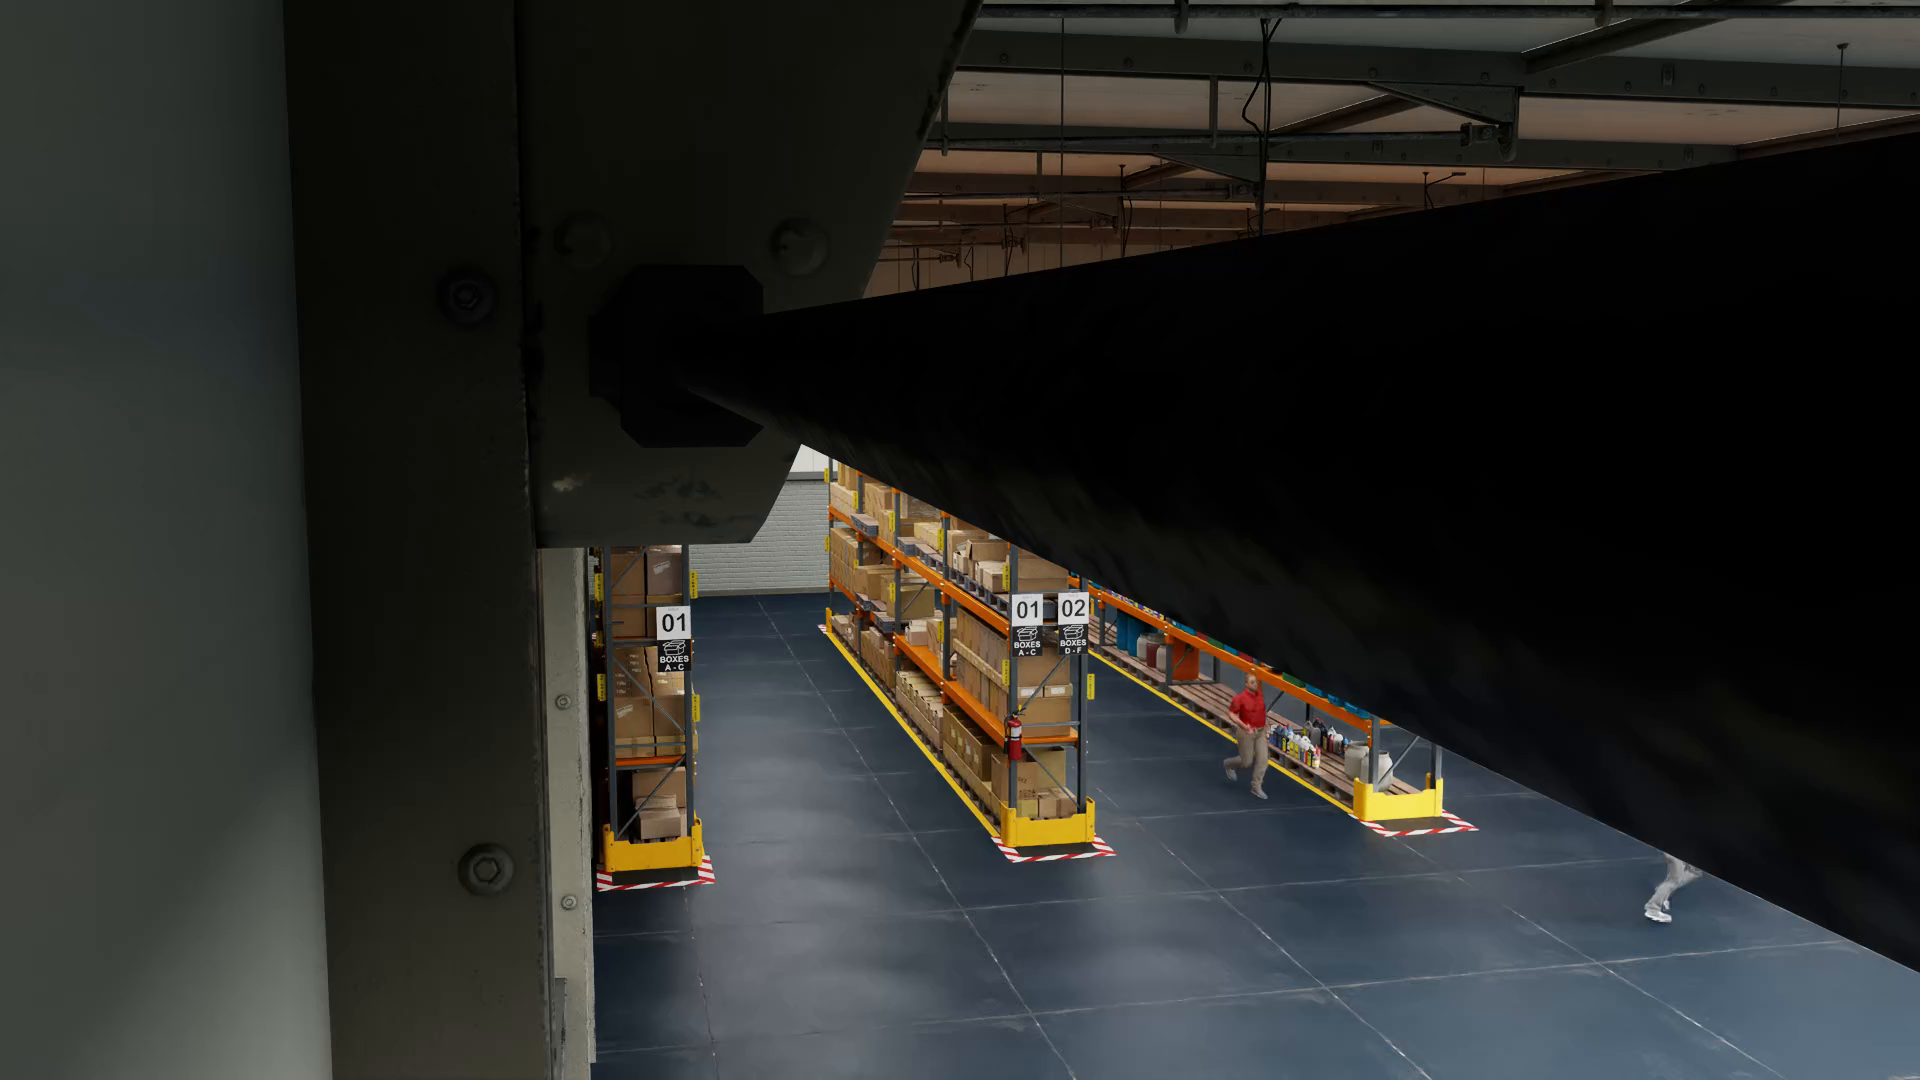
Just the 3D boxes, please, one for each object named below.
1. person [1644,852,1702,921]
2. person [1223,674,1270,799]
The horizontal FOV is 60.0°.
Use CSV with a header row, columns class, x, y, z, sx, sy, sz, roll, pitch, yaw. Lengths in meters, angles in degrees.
class,x,y,z,sx,sy,sz,roll,pitch,yaw
person,7.889,3.403,18.202,0.684,1.553,0.565,2,7,18
person,4.056,2.766,23.398,0.633,1.647,0.816,-4,8,-27
